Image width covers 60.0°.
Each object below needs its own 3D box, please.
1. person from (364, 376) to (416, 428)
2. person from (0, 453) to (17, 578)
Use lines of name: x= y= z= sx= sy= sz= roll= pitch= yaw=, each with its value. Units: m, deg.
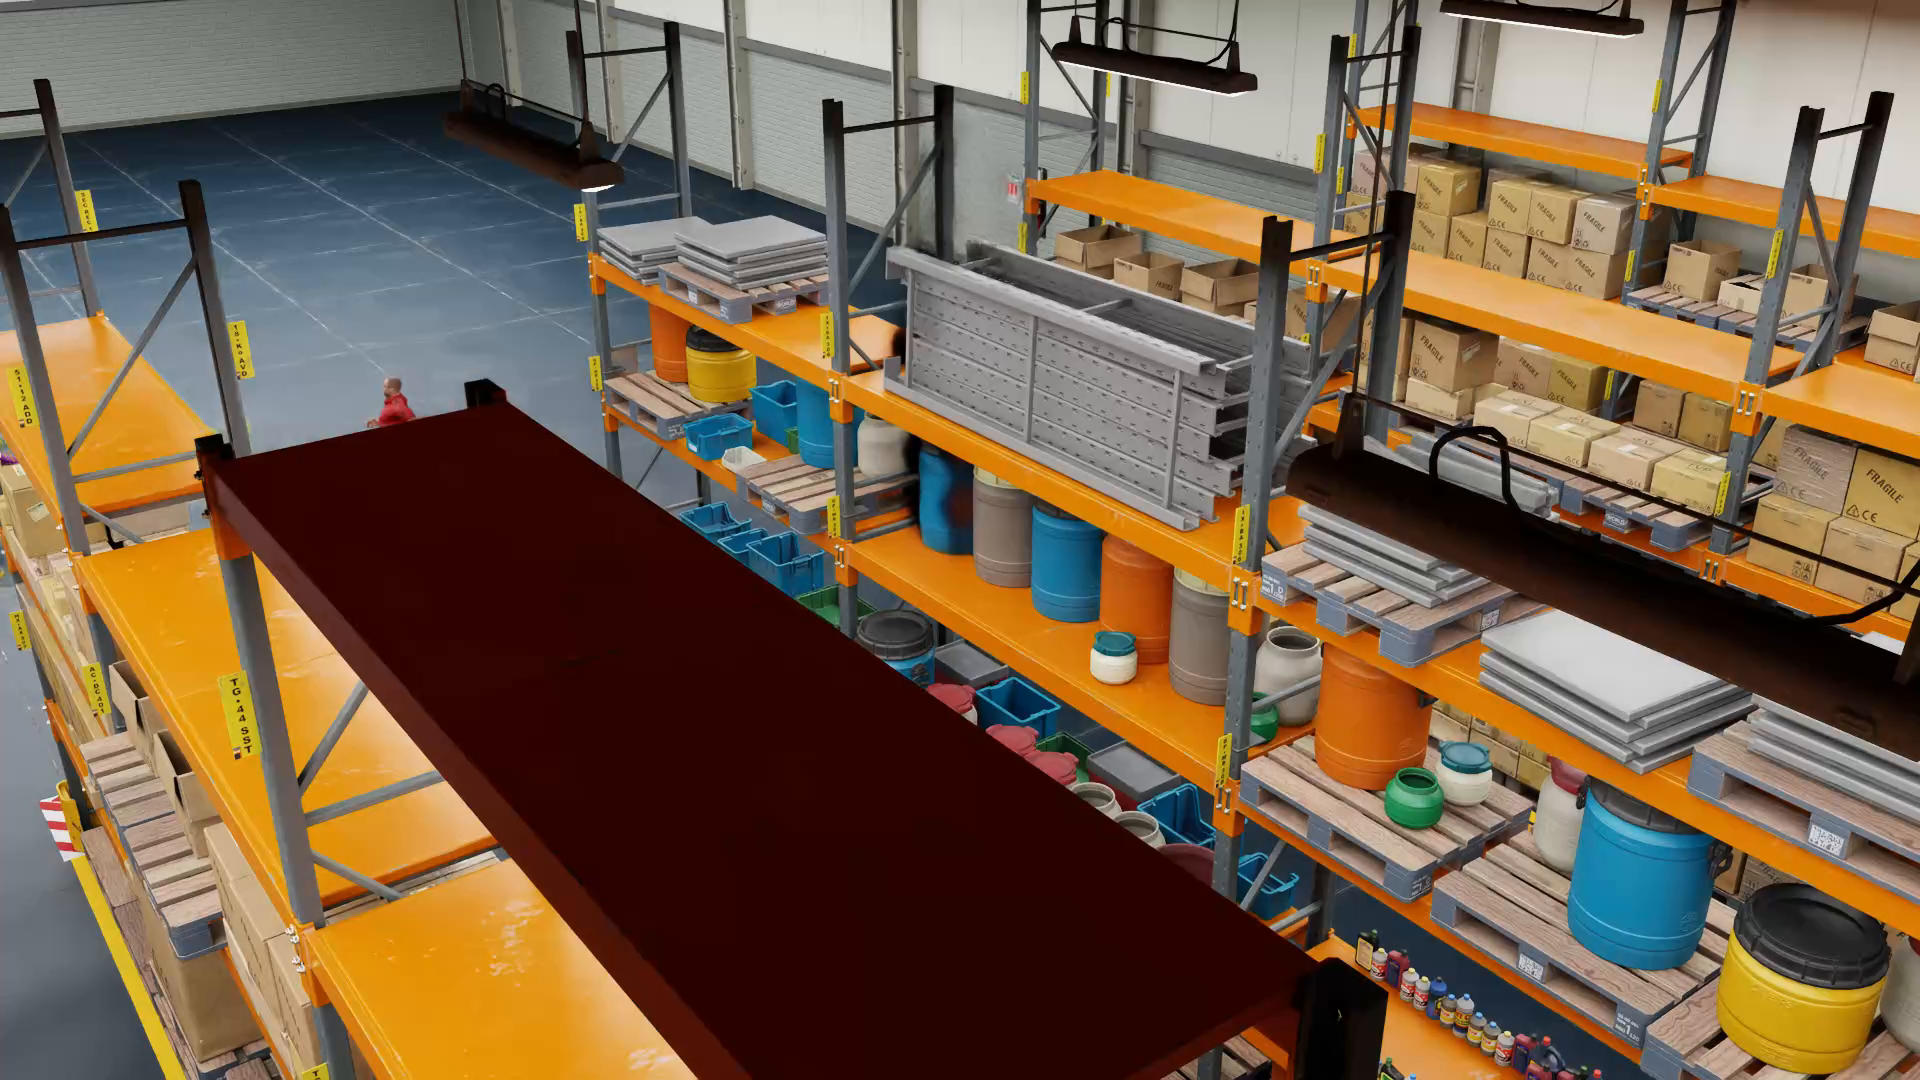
person: x=-6.501 y=-1.067 z=19.233 sx=1.032 sy=1.714 sz=0.675 roll=-4 pitch=25 yaw=-8
person: x=-10.219 y=-0.283 z=17.503 sx=0.770 sy=1.831 sz=0.672 roll=-7 pitch=26 yaw=-14
